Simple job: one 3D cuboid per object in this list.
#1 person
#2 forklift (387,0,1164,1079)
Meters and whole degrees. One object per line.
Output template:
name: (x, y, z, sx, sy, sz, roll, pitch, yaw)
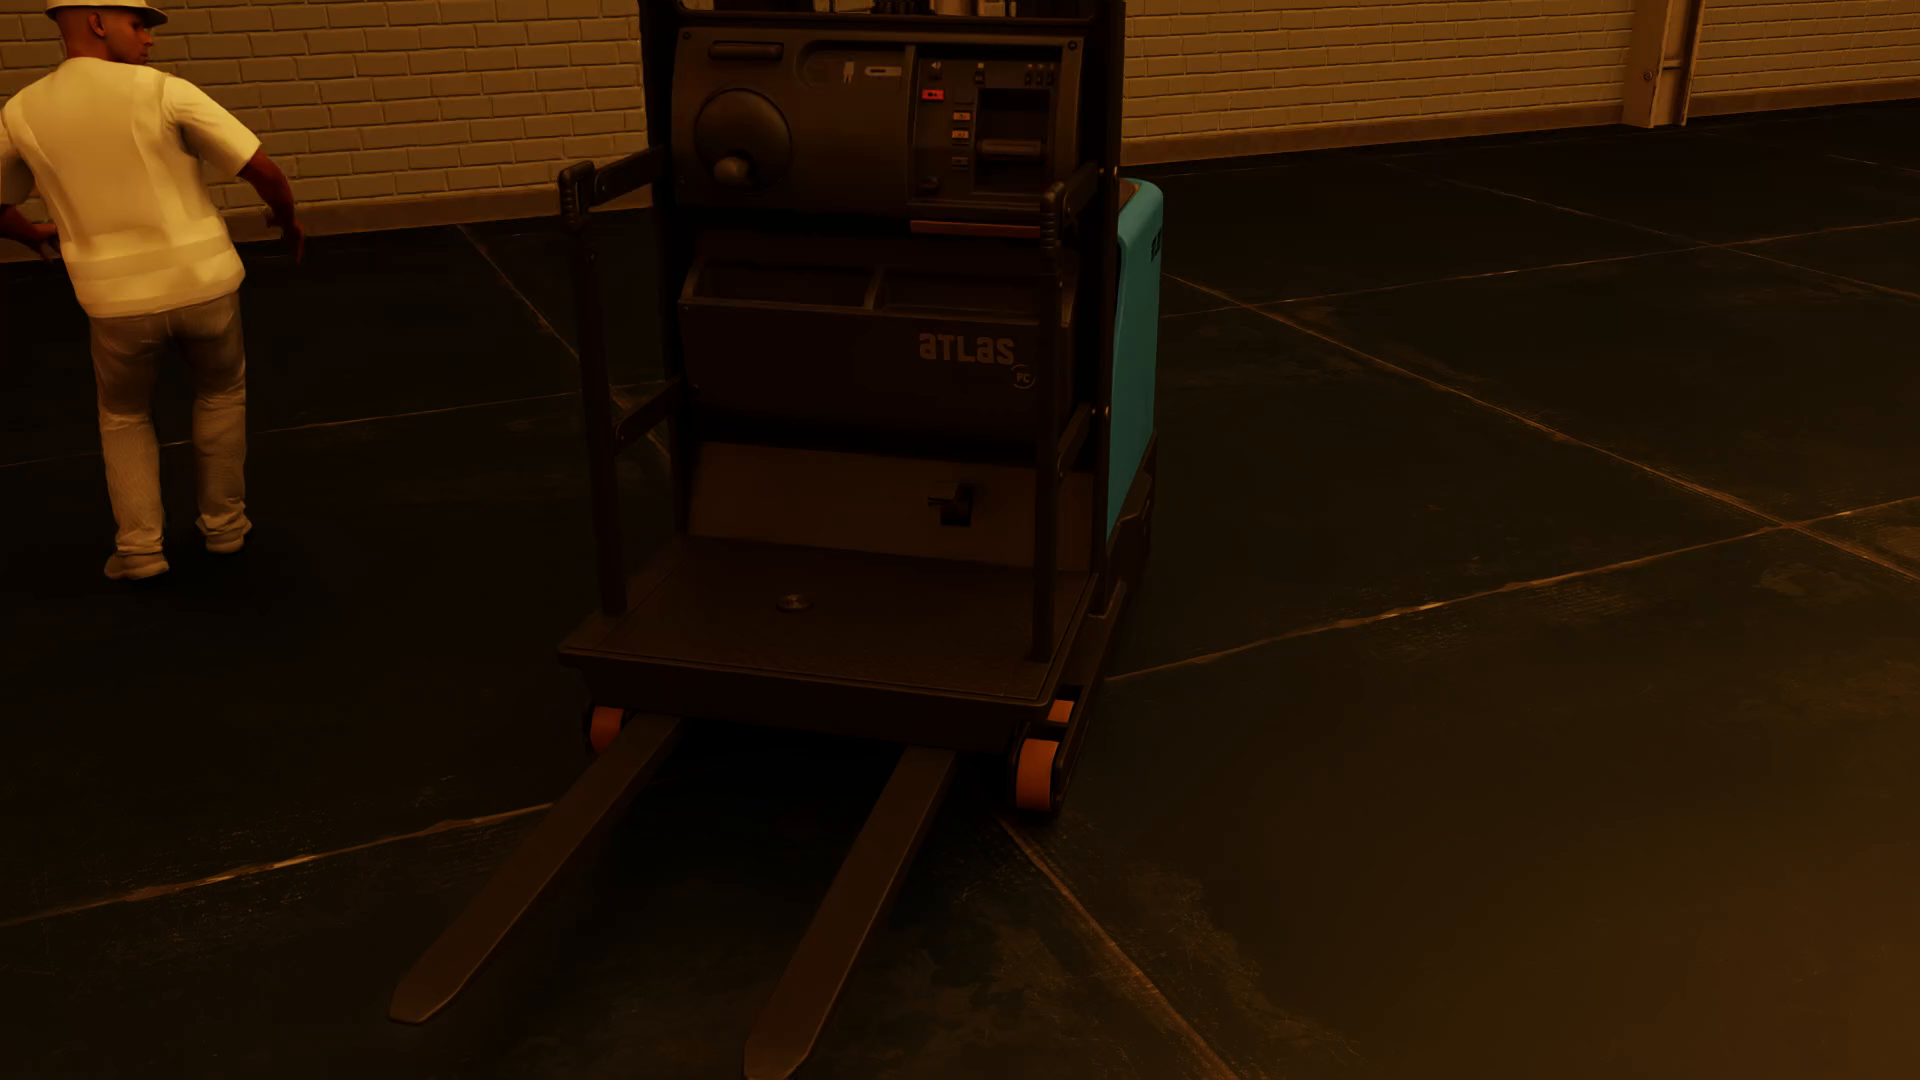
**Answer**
person: (-2.296, -0.743, 4.731, 0.832, 1.693, 0.707, -7, 24, -17)
forklift: (-0.241, -0.913, 3.483, 1.130, 2.935, 3.031, 5, 23, 13)
